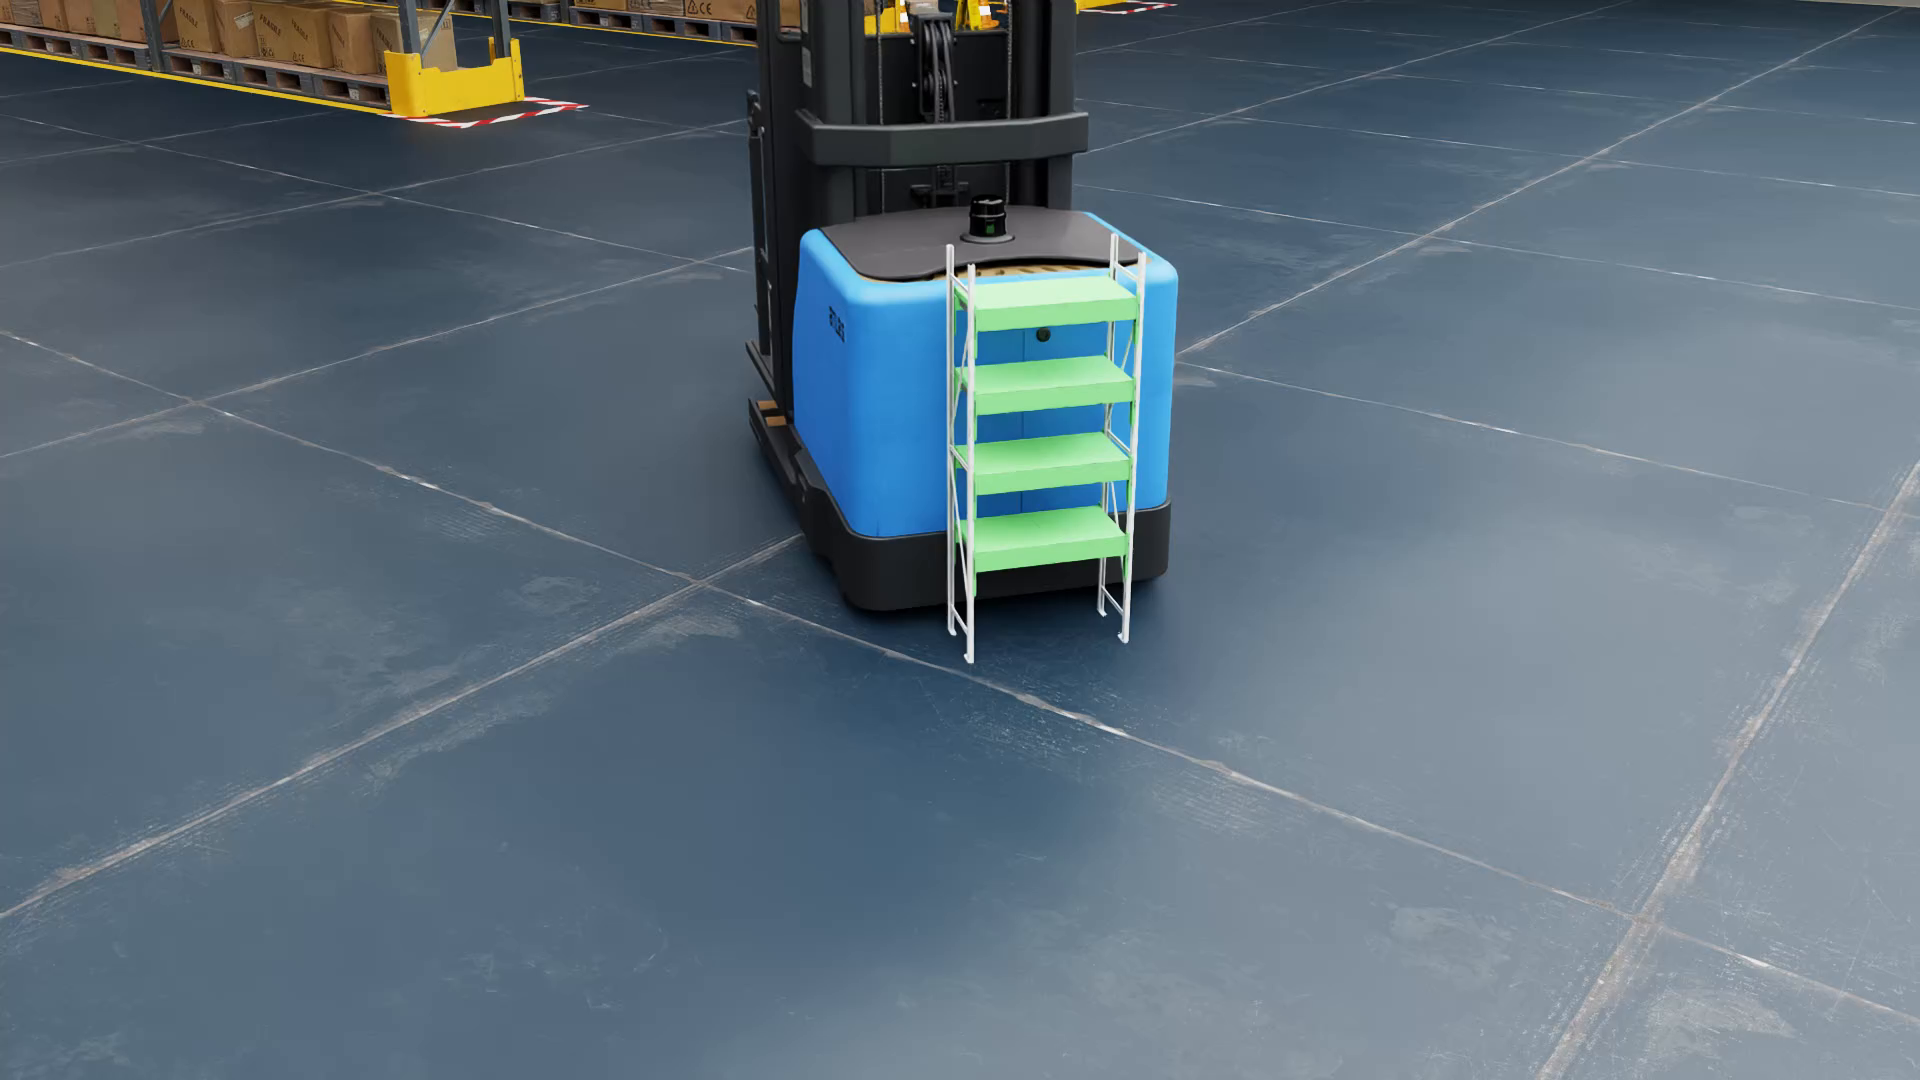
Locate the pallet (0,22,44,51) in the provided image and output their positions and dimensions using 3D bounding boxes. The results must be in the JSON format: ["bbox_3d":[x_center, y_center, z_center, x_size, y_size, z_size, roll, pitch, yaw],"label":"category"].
[{"bbox_3d":[-9.951,-5.497,17.964,1.213,0.211,1.003,17,29,33],"label":"pallet"}]

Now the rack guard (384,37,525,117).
[{"bbox_3d":[-4.235,-3.902,13.987,0.348,0.500,1.175,17,29,33],"label":"rack guard"}]

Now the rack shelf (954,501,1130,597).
[{"bbox_3d":[0.236,0.023,4.963,0.480,0.148,0.258,-6,25,-14],"label":"rack shelf"}]

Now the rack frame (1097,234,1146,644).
[{"bbox_3d":[0.471,-0.281,4.900,0.015,1.200,0.240,-6,25,-14],"label":"rack frame"}]

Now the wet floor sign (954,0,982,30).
[{"bbox_3d":[0.092,-6.158,18.927,0.232,0.644,0.267,12,26,24],"label":"wet floor sign"}]

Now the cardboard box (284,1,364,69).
[{"bbox_3d":[-5.652,-4.524,14.876,0.500,0.500,0.500,20,31,38],"label":"cardboard box"}]

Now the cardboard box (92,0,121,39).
[{"bbox_3d":[-8.223,-5.330,16.680,0.500,0.500,0.700,17,29,33],"label":"cardboard box"}]

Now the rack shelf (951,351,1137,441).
[{"bbox_3d":[0.236,-0.416,4.769,0.480,0.148,0.258,-6,25,-14],"label":"rack shelf"}]

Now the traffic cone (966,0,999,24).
[{"bbox_3d":[0.258,-6.312,19.501,0.334,0.463,0.336,17,29,33],"label":"traffic cone"}]

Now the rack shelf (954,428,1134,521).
[{"bbox_3d":[0.236,-0.197,4.866,0.480,0.148,0.258,-6,25,-14],"label":"rack shelf"}]

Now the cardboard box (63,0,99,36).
[{"bbox_3d":[-8.671,-5.465,16.987,0.500,0.500,0.700,14,27,29],"label":"cardboard box"}]

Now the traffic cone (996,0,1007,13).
[{"bbox_3d":[0.652,-6.752,20.501,0.334,0.463,0.336,17,29,33],"label":"traffic cone"}]

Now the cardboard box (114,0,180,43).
[{"bbox_3d":[-7.853,-5.208,16.405,0.500,0.500,0.700,14,28,29],"label":"cardboard box"}]

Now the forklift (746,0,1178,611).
[{"bbox_3d":[-0.215,-1.693,5.956,1.130,2.935,3.031,-6,25,-14],"label":"forklift"}]

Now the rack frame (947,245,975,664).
[{"bbox_3d":[0.001,-0.229,4.781,0.015,1.200,0.240,-6,25,-14],"label":"rack frame"}]

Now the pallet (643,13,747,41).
[{"bbox_3d":[-2.777,-5.791,18.632,1.213,0.211,1.003,17,29,33],"label":"pallet"}]

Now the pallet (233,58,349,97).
[{"bbox_3d":[-5.836,-4.273,15.187,1.213,0.211,1.003,17,29,33],"label":"pallet"}]

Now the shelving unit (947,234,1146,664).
[{"bbox_3d":[0.236,-0.255,4.840,0.503,1.200,0.258,-6,25,-14],"label":"shelving unit"}]

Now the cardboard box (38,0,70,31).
[{"bbox_3d":[-9.118,-5.599,17.293,0.500,0.500,0.700,20,31,38],"label":"cardboard box"}]

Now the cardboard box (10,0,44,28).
[{"bbox_3d":[-9.576,-5.734,17.599,0.500,0.500,0.700,14,27,29],"label":"cardboard box"}]

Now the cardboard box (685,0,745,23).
[{"bbox_3d":[-2.406,-6.178,18.167,0.875,0.875,0.875,16,29,32],"label":"cardboard box"}]

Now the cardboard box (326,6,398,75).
[{"bbox_3d":[-5.162,-4.366,14.519,0.500,0.500,0.500,-17,29,-34],"label":"cardboard box"}]

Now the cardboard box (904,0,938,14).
[{"bbox_3d":[-0.490,-6.586,20.513,0.380,0.149,0.250,-10,26,-21],"label":"cardboard box"}]

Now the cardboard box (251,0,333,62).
[{"bbox_3d":[-6.072,-4.673,15.215,0.500,0.500,0.500,14,27,29],"label":"cardboard box"}]

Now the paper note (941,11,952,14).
[{"bbox_3d":[-0.181,-6.453,20.358,0.142,0.019,0.148,7,25,15],"label":"paper note"}]

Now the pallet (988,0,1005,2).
[{"bbox_3d":[1.080,-7.175,21.774,1.213,0.211,1.003,17,29,33],"label":"pallet"}]

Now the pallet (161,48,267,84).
[{"bbox_3d":[-6.816,-4.568,15.856,1.213,0.211,1.003,17,29,33],"label":"pallet"}]

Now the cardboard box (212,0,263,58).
[{"bbox_3d":[-6.616,-4.798,15.498,0.500,0.500,0.500,-16,28,-31],"label":"cardboard box"}]

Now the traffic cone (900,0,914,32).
[{"bbox_3d":[-0.692,-6.029,18.861,0.334,0.463,0.336,17,29,33],"label":"traffic cone"}]

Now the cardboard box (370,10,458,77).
[{"bbox_3d":[-4.663,-4.233,14.216,0.500,0.500,0.500,-20,31,-38],"label":"cardboard box"}]

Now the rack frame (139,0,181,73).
[{"bbox_3d":[-7.375,-5.995,15.637,0.127,3.000,1.000,17,29,33],"label":"rack frame"}]

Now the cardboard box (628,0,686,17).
[{"bbox_3d":[-3.134,-6.400,18.669,0.875,0.875,0.875,17,29,34],"label":"cardboard box"}]

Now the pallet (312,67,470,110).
[{"bbox_3d":[-4.864,-3.978,14.517,1.213,0.211,1.003,17,29,33],"label":"pallet"}]

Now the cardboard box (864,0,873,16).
[{"bbox_3d":[-1.154,-6.691,20.311,0.637,0.503,0.797,-1,24,-3],"label":"cardboard box"}]

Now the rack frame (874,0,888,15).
[{"bbox_3d":[-1.118,-6.604,17.018,0.127,3.000,1.000,17,29,33],"label":"rack frame"}]

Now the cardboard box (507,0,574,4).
[{"bbox_3d":[-4.870,-6.855,19.857,0.750,0.750,1.050,17,29,33],"label":"cardboard box"}]

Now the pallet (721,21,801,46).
[{"bbox_3d":[-1.805,-5.496,17.962,1.213,0.211,1.003,17,29,33],"label":"pallet"}]

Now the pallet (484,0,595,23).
[{"bbox_3d":[-4.982,-6.457,20.144,1.213,0.211,1.003,17,29,33],"label":"pallet"}]

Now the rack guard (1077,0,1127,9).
[{"bbox_3d":[1.709,-7.100,21.244,0.348,0.500,1.175,17,29,33],"label":"rack guard"}]

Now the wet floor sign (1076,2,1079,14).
[{"bbox_3d":[1.280,-6.757,20.285,0.267,0.644,0.232,-15,28,-30],"label":"wet floor sign"}]

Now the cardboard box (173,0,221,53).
[{"bbox_3d":[-7.079,-4.934,15.807,0.500,0.500,0.500,16,28,32],"label":"cardboard box"}]

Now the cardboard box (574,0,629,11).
[{"bbox_3d":[-3.858,-6.616,19.160,0.875,0.875,0.875,17,29,34],"label":"cardboard box"}]

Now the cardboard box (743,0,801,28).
[{"bbox_3d":[-1.701,-5.966,17.685,0.875,0.875,0.875,17,29,34],"label":"cardboard box"}]

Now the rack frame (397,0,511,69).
[{"bbox_3d":[-4.174,-5.028,13.441,0.127,3.000,1.000,17,29,33],"label":"rack frame"}]

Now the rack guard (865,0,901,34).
[{"bbox_3d":[-1.099,-5.454,17.509,0.348,0.500,1.175,17,29,33],"label":"rack guard"}]

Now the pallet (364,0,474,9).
[{"bbox_3d":[-6.934,-7.047,21.483,1.213,0.211,1.003,17,29,33],"label":"pallet"}]

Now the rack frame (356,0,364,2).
[{"bbox_3d":[-7.520,-8.538,21.408,0.127,3.000,1.000,17,29,33],"label":"rack frame"}]

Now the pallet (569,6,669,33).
[{"bbox_3d":[-3.757,-6.086,19.301,1.213,0.211,1.003,17,29,33],"label":"pallet"}]

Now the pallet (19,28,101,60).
[{"bbox_3d":[-8.979,-5.202,17.294,1.213,0.211,1.003,17,29,33],"label":"pallet"}]

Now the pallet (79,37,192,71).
[{"bbox_3d":[-7.998,-4.907,16.625,1.213,0.211,1.003,17,29,33],"label":"pallet"}]

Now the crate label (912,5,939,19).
[{"bbox_3d":[-0.408,-6.333,19.953,0.298,0.136,0.250,3,24,6],"label":"crate label"}]

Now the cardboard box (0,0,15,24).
[{"bbox_3d":[-10.027,-5.864,17.894,0.500,0.500,0.700,15,28,31],"label":"cardboard box"}]

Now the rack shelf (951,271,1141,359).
[{"bbox_3d":[0.236,-0.636,4.672,0.480,0.148,0.258,-6,25,-14],"label":"rack shelf"}]

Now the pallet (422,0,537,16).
[{"bbox_3d":[-5.962,-6.752,20.813,1.213,0.211,1.003,17,29,33],"label":"pallet"}]

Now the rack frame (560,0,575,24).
[{"bbox_3d":[-4.319,-7.571,19.213,0.127,3.000,1.000,17,29,33],"label":"rack frame"}]
